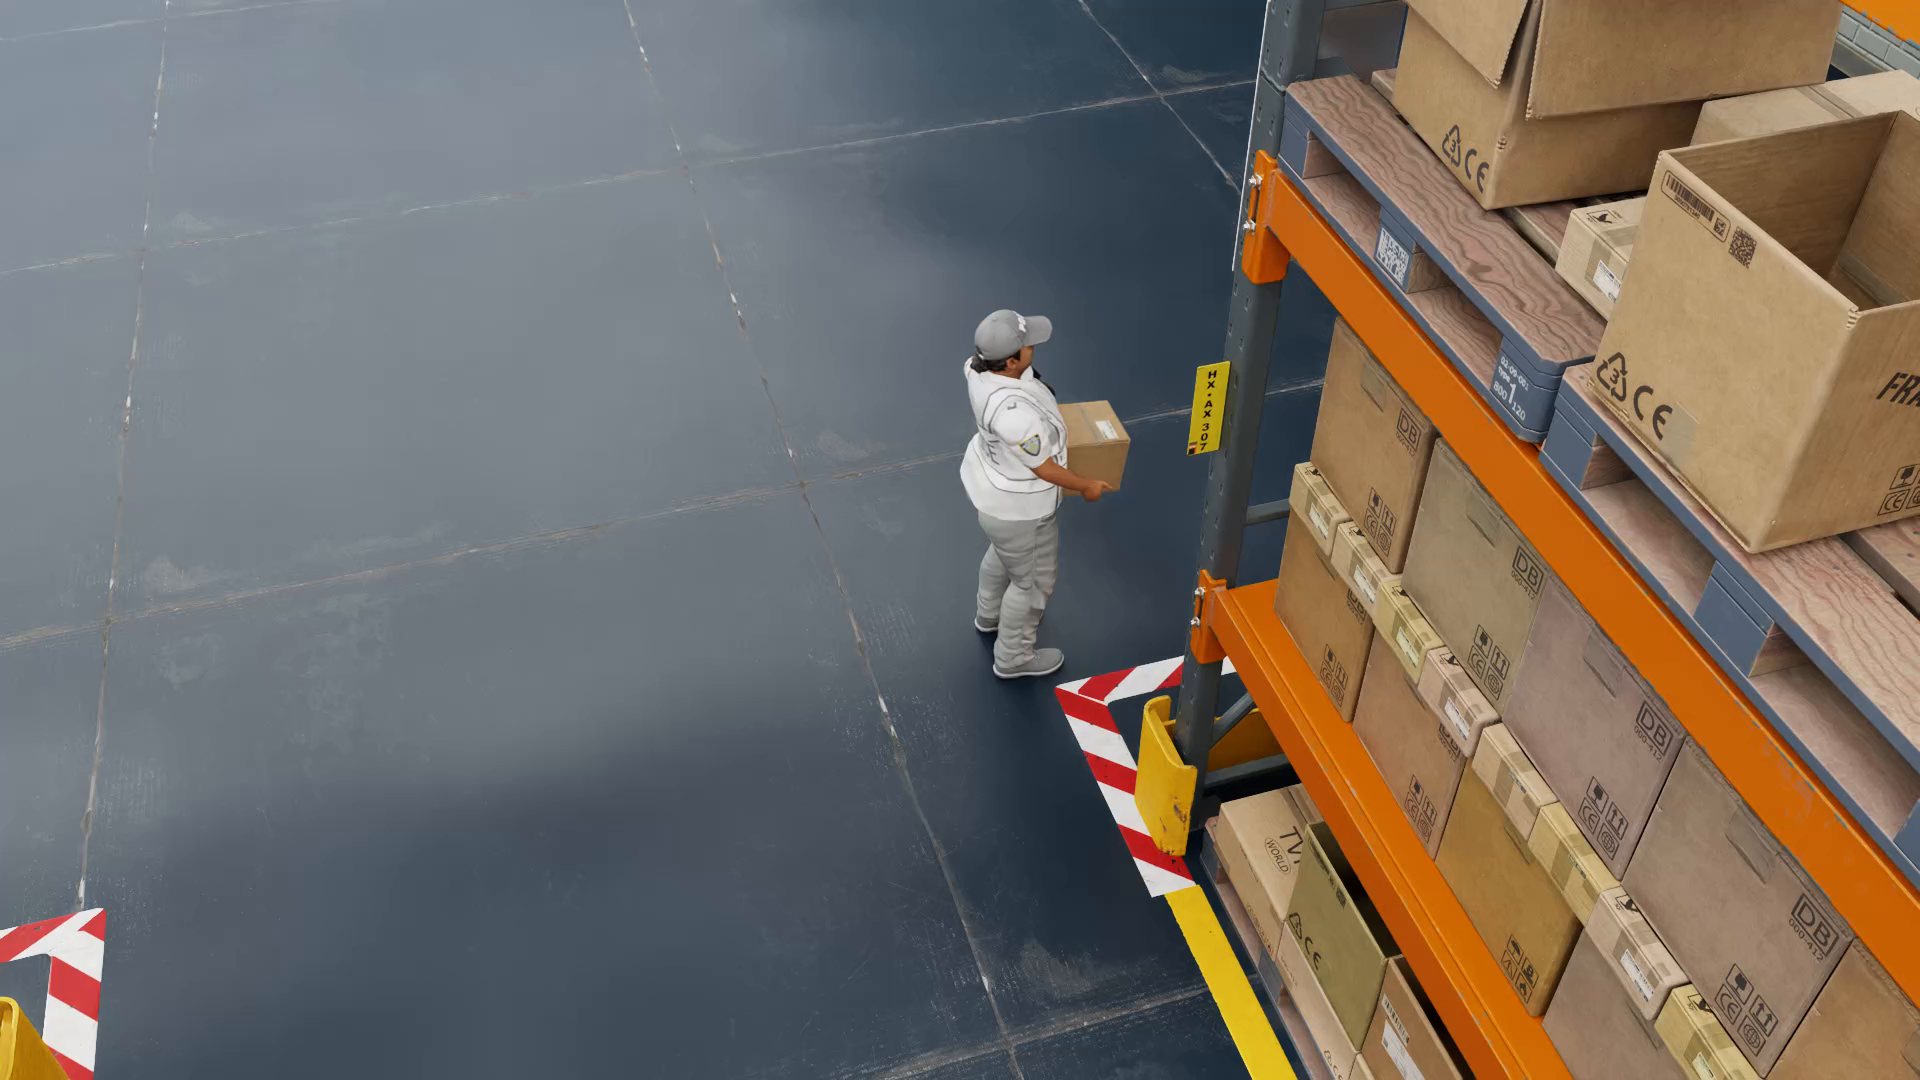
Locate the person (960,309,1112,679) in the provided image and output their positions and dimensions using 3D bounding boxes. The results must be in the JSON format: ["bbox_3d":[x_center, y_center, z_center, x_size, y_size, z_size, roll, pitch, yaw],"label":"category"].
[{"bbox_3d":[0.279,-0.192,6.376,0.535,1.654,0.452,-11,44,-12],"label":"person"}]
